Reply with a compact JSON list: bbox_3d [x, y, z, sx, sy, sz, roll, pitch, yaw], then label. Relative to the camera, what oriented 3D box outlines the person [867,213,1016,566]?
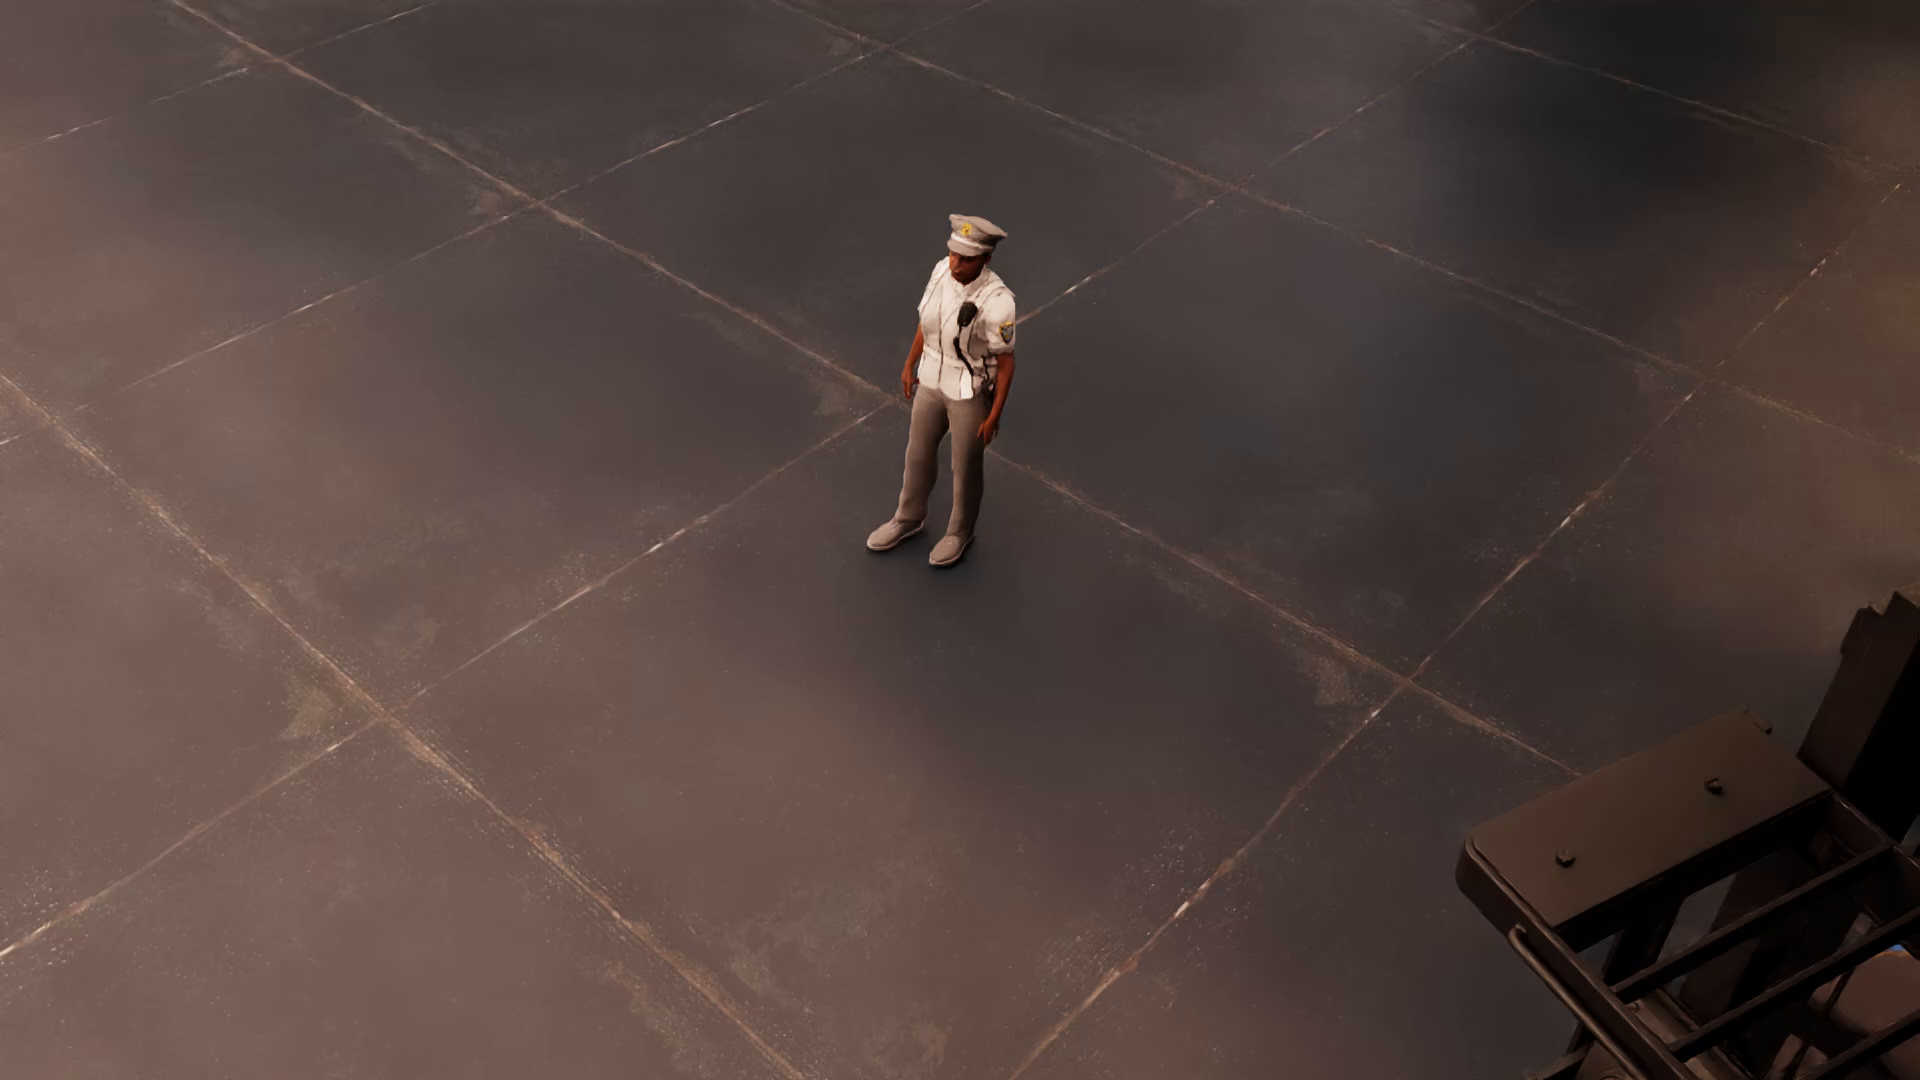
[{"bbox_3d":[-0.065,-0.622,7.090,0.570,1.695,0.529,31,49,31],"label":"person"}]

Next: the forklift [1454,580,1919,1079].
[{"bbox_3d":[1.607,1.521,3.655,3.031,2.935,1.130,-19,44,-21],"label":"forklift"}]
